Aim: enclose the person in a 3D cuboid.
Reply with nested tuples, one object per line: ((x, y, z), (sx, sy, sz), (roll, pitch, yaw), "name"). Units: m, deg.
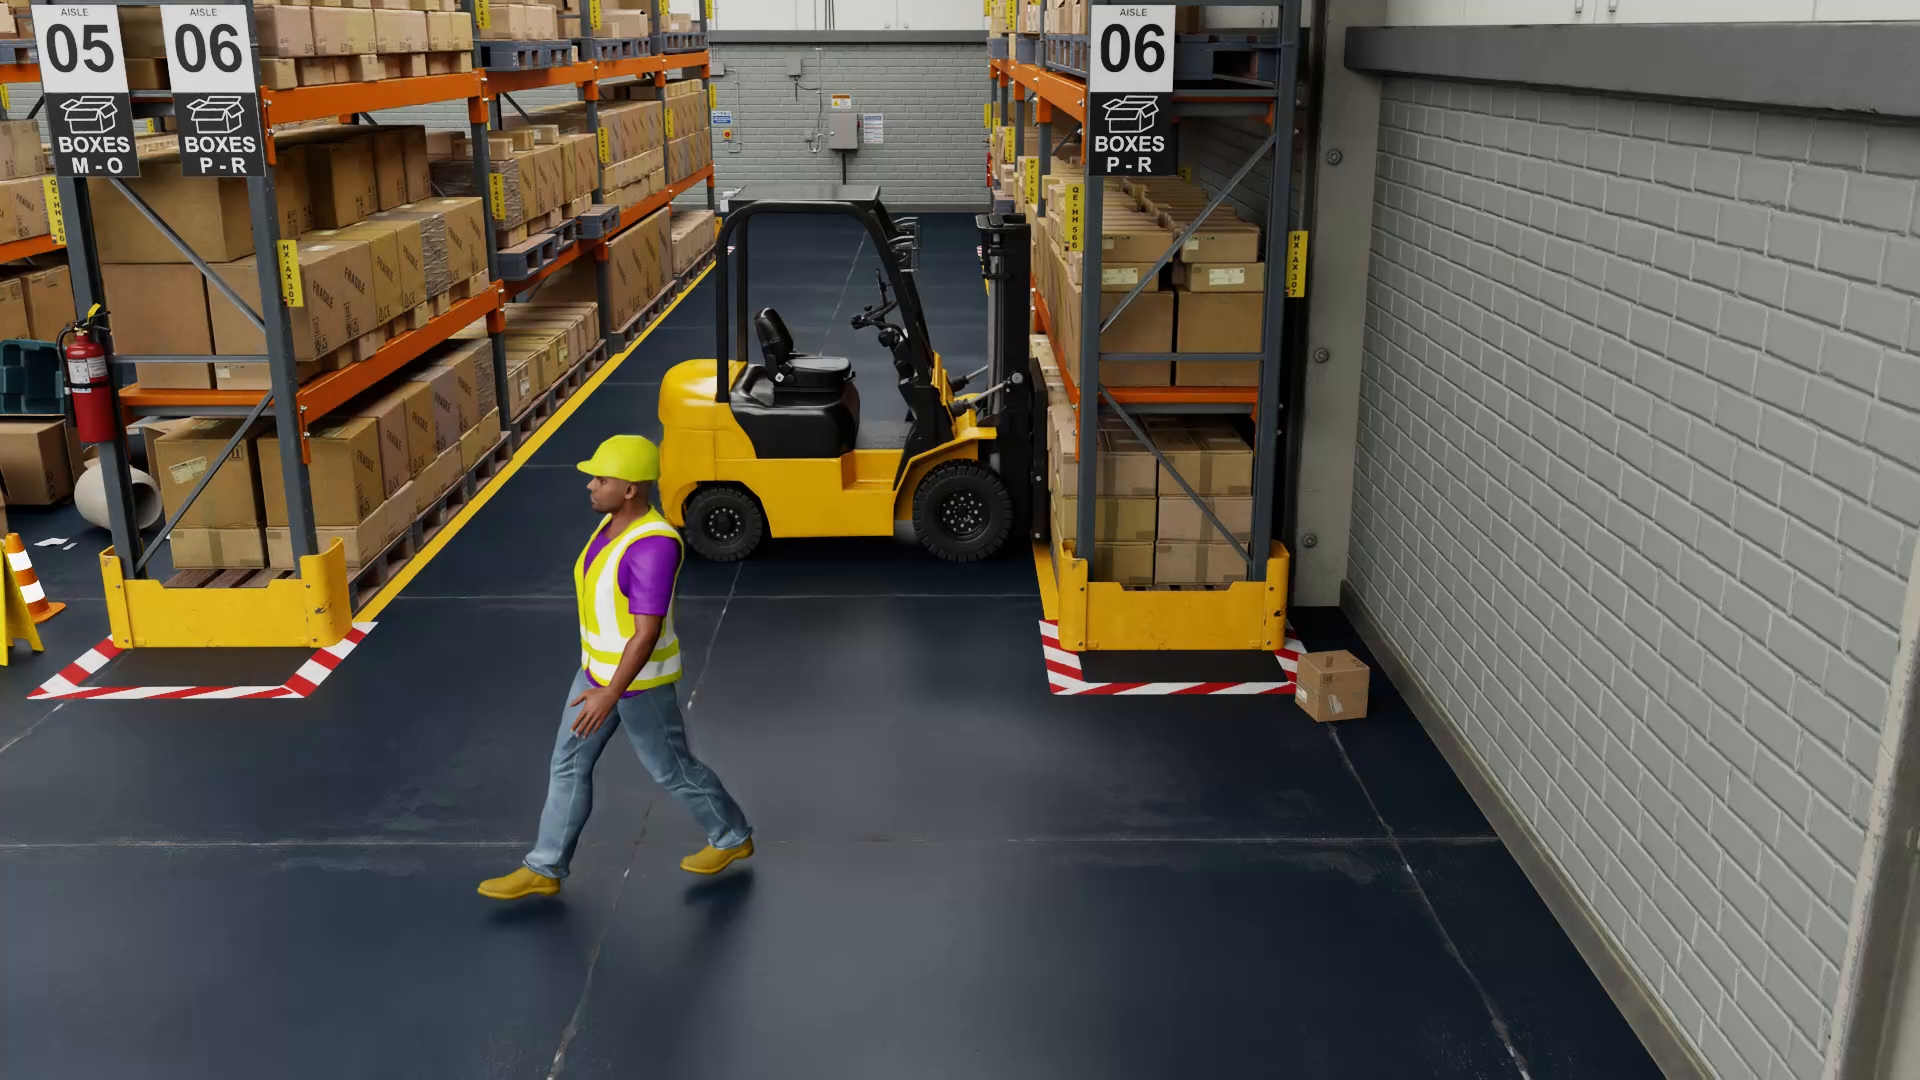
((-1.244, 0.478, 5.938), (1.018, 1.719, 0.583), (-10, 20, -30), "person")
